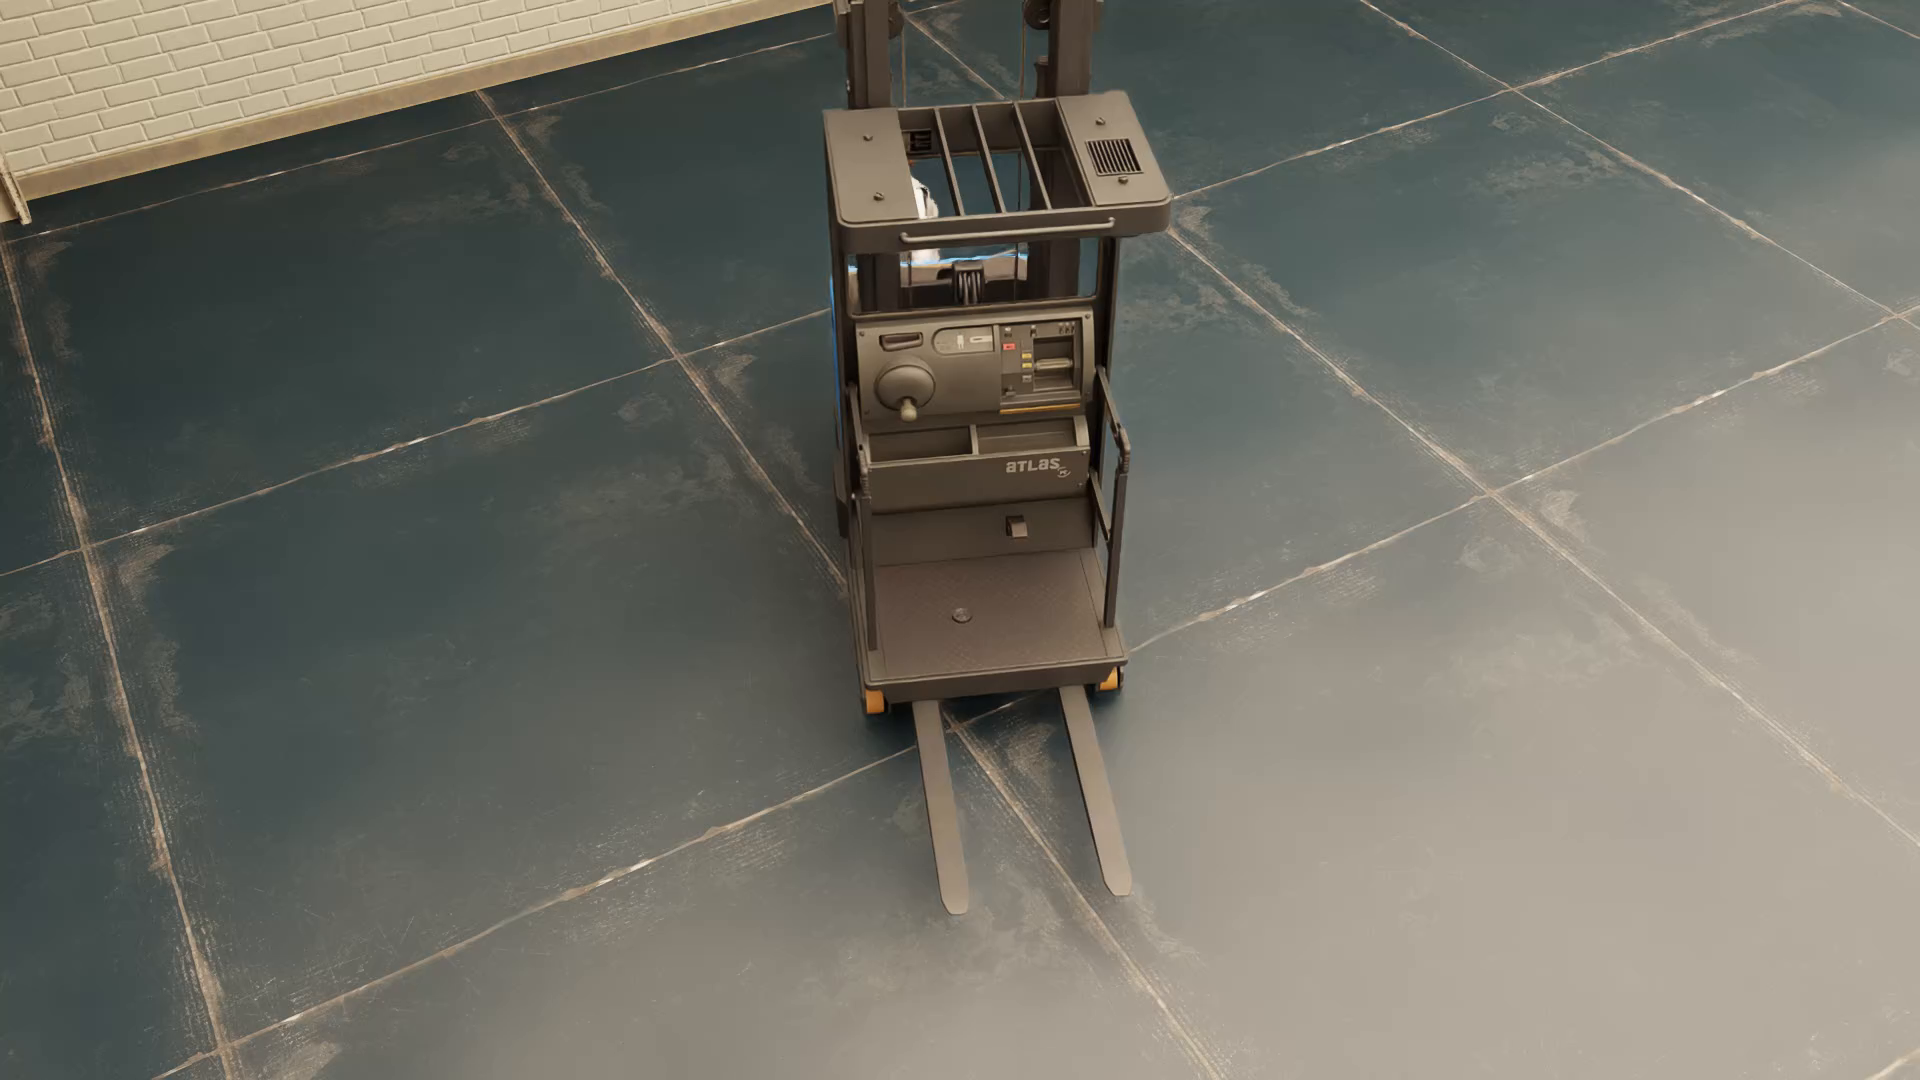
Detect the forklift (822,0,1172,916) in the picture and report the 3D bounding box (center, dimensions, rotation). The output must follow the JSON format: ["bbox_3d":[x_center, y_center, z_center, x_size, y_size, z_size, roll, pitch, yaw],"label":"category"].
[{"bbox_3d":[0.094,-0.596,6.340,1.130,2.935,3.031,-5,43,-6],"label":"forklift"}]

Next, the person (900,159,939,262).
[{"bbox_3d":[-0.304,-1.243,8.053,0.434,1.558,0.730,-22,47,-22],"label":"person"}]
